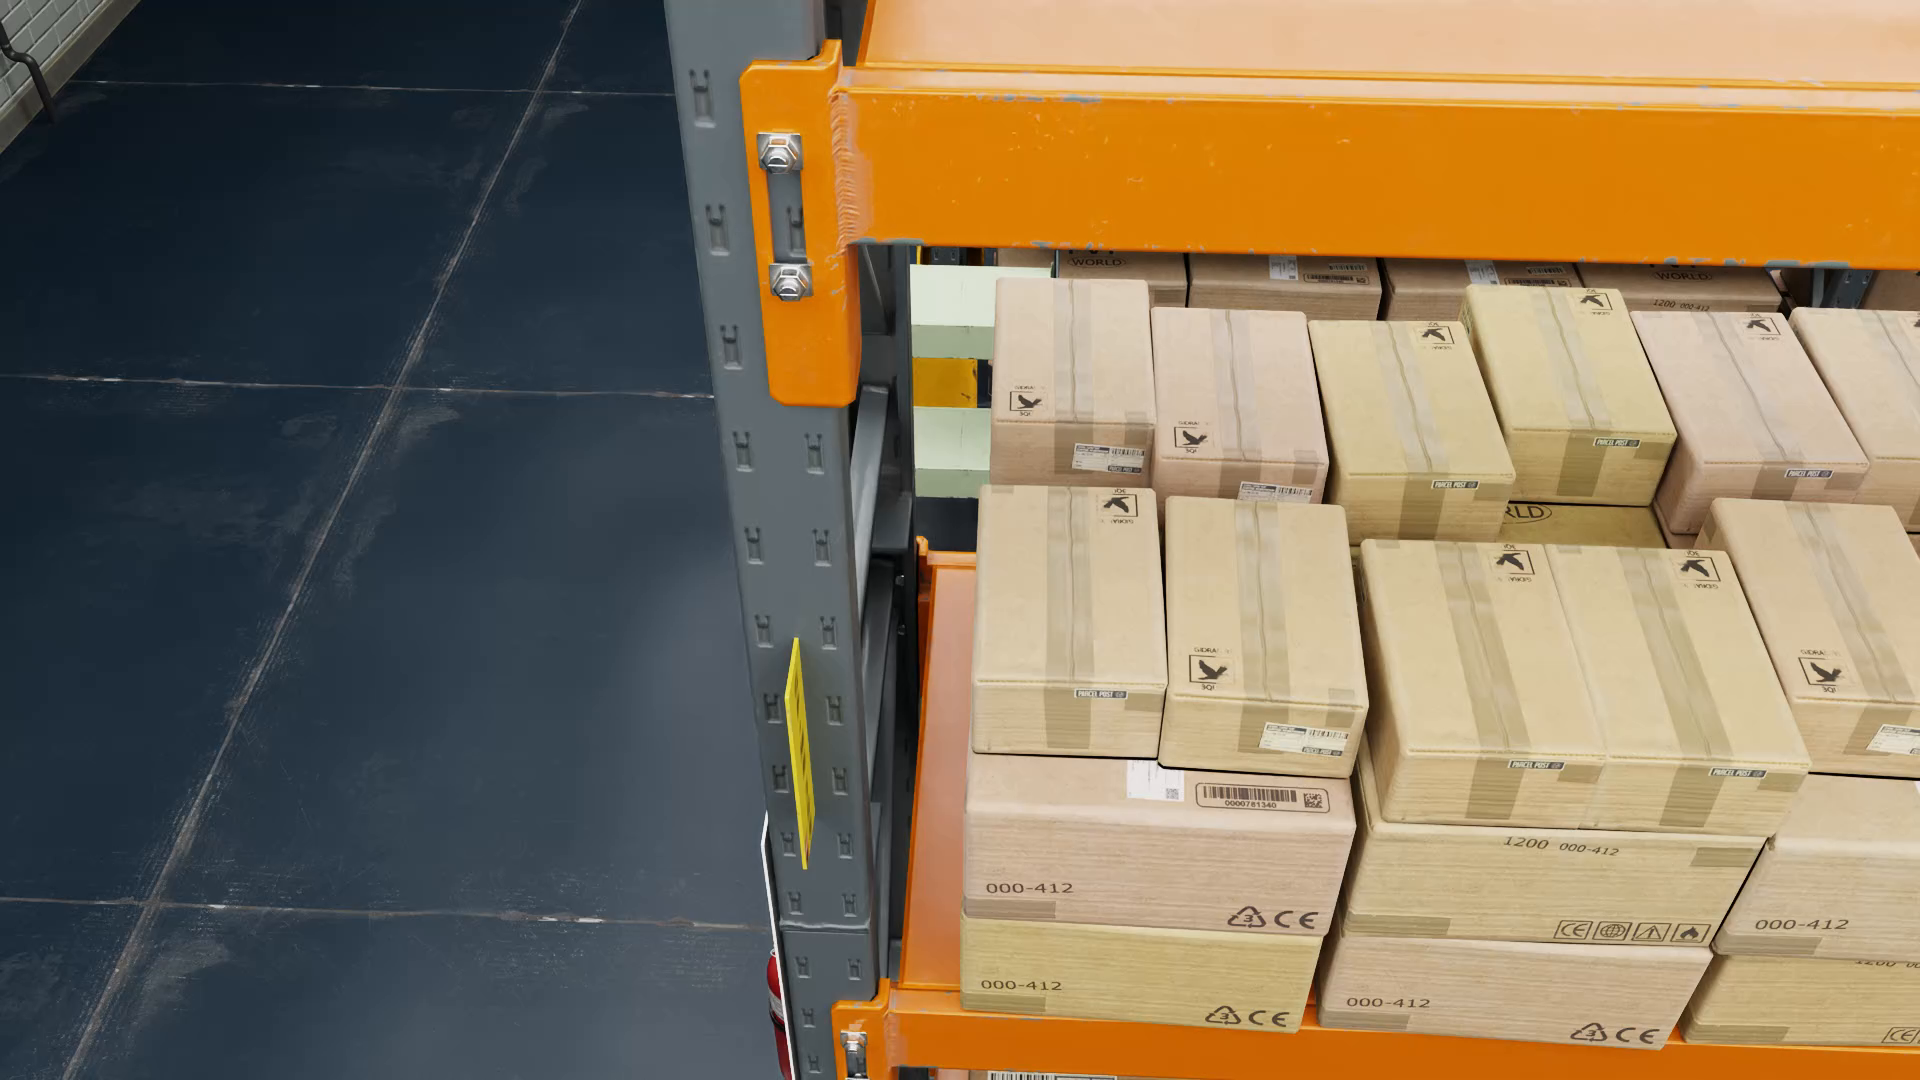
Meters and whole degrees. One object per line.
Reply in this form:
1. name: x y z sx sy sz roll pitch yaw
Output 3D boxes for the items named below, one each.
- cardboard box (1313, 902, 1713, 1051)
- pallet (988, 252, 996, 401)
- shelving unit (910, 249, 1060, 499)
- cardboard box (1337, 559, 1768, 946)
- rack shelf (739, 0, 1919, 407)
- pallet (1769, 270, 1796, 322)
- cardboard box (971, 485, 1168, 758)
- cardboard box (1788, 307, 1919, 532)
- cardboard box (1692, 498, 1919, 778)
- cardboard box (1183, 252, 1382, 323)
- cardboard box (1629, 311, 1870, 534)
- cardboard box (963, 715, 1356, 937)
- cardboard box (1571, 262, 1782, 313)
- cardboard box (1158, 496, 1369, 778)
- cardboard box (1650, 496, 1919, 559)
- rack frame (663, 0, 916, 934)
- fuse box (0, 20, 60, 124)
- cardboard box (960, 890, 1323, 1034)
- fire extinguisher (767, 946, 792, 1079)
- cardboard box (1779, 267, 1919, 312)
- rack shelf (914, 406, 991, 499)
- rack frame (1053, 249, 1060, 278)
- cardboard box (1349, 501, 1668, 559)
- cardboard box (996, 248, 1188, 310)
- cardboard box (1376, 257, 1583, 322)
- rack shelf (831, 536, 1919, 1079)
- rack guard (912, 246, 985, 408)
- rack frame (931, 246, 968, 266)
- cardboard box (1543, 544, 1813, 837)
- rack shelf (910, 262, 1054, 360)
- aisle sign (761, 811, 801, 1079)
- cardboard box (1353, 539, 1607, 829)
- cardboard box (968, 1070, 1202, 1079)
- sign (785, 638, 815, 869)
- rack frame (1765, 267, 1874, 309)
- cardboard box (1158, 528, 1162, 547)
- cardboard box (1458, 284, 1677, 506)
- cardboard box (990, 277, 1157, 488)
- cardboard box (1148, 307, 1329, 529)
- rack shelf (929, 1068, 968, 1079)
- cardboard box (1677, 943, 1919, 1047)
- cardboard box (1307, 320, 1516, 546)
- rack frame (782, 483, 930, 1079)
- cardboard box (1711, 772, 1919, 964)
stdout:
1. cardboard box: 0.795 0.474 2.535 0.500 0.250 0.500 3 43 3
2. pallet: 0.757 -1.072 8.332 1.213 0.211 1.003 2 43 2
3. shelving unit: 0.007 -0.549 6.824 0.755 1.500 0.431 2 43 2
4. cardboard box: 0.781 0.290 2.366 0.500 0.250 0.500 1 43 1
5. rack shelf: 1.830 -0.560 1.864 4.000 0.370 1.077 2 43 2
6. pallet: 4.724 -0.949 8.199 1.213 0.211 1.003 2 43 2
7. cardboard box: 0.146 0.103 2.274 0.250 0.149 0.380 1 43 2
8. cardboard box: 1.456 -0.191 2.590 0.250 0.149 0.380 3 43 3
9. cardboard box: 1.172 0.125 2.250 0.250 0.149 0.380 3 43 3
10. cardboard box: 1.533 -1.306 8.108 0.875 0.438 0.875 3 43 3
11. cardboard box: 1.195 -0.187 2.585 0.250 0.149 0.380 1 43 1
12. cardboard box: 0.269 0.275 2.382 0.500 0.250 0.500 2 43 3
13. cardboard box: 3.328 -1.250 8.048 0.875 0.438 0.875 1 43 1
14. cardboard box: 0.399 0.123 2.253 0.250 0.149 0.380 3 43 4
15. cardboard box: 1.326 -0.043 2.723 0.500 0.250 0.500 2 43 3
16. rack frame: -0.168 -0.885 1.684 0.127 3.000 1.000 2 43 2
17. fuse box: -5.439 -3.176 9.489 0.414 1.711 0.539 2 43 2
18. cardboard box: 0.269 0.455 2.556 0.500 0.250 0.500 3 43 3
19. fire extinguisher: -0.399 1.152 4.228 0.183 0.674 0.296 2 43 2
20. cardboard box: 4.573 -1.353 7.838 0.875 0.875 0.875 3 43 3
21. rack shelf: 0.007 -0.310 7.046 0.720 0.370 0.431 2 43 2
22. rack frame: 0.372 -0.537 6.812 0.023 1.500 0.400 2 43 2
23. cardboard box: 0.815 -0.060 2.742 0.500 0.250 0.500 1 43 1
24. cardboard box: 0.618 -1.328 8.132 0.875 0.438 0.875 0 43 0
25. cardboard box: 2.433 -1.277 8.077 0.875 0.438 0.875 1 43 1
26. rack shelf: 1.830 0.537 2.886 4.000 0.370 1.077 2 43 2
27. rack guard: -0.070 -1.150 8.203 0.348 0.500 1.175 2 43 2
28. rack frame: -0.046 -2.064 7.350 0.127 3.000 1.000 2 43 2
29. cardboard box: 0.910 0.189 2.182 0.250 0.149 0.380 2 43 2
30. rack shelf: 0.007 -0.834 6.558 0.720 0.370 0.431 2 43 2
31. aisle sign: -0.254 0.560 2.626 0.004 0.787 0.394 2 43 2
32. cardboard box: 0.667 0.181 2.190 0.250 0.149 0.380 2 43 2
33. cardboard box: 0.269 0.993 3.044 0.500 0.500 0.500 2 43 2
34. sign: -0.192 0.262 2.012 0.005 0.325 0.100 2 43 2
35. rack frame: 3.950 -1.941 7.219 0.127 3.000 1.000 2 43 2
36. cardboard box: 0.304 -0.075 2.758 0.500 0.250 0.500 1 43 1
37. cardboard box: 0.945 -0.236 2.638 0.250 0.149 0.380 2 43 3
38. cardboard box: 0.178 -0.252 2.655 0.250 0.149 0.380 1 43 2
39. cardboard box: 0.420 -0.192 2.591 0.250 0.149 0.380 2 43 3
40. rack shelf: 1.830 1.634 3.908 4.000 0.370 1.077 2 43 2
41. cardboard box: 1.310 0.481 2.528 0.500 0.250 0.500 0 43 1
42. cardboard box: 0.676 -0.170 2.567 0.250 0.149 0.380 1 43 1
43. rack frame: -0.168 1.310 3.729 0.127 3.000 1.000 2 43 2
44. cardboard box: 1.285 0.313 2.341 0.500 0.250 0.500 2 43 2
